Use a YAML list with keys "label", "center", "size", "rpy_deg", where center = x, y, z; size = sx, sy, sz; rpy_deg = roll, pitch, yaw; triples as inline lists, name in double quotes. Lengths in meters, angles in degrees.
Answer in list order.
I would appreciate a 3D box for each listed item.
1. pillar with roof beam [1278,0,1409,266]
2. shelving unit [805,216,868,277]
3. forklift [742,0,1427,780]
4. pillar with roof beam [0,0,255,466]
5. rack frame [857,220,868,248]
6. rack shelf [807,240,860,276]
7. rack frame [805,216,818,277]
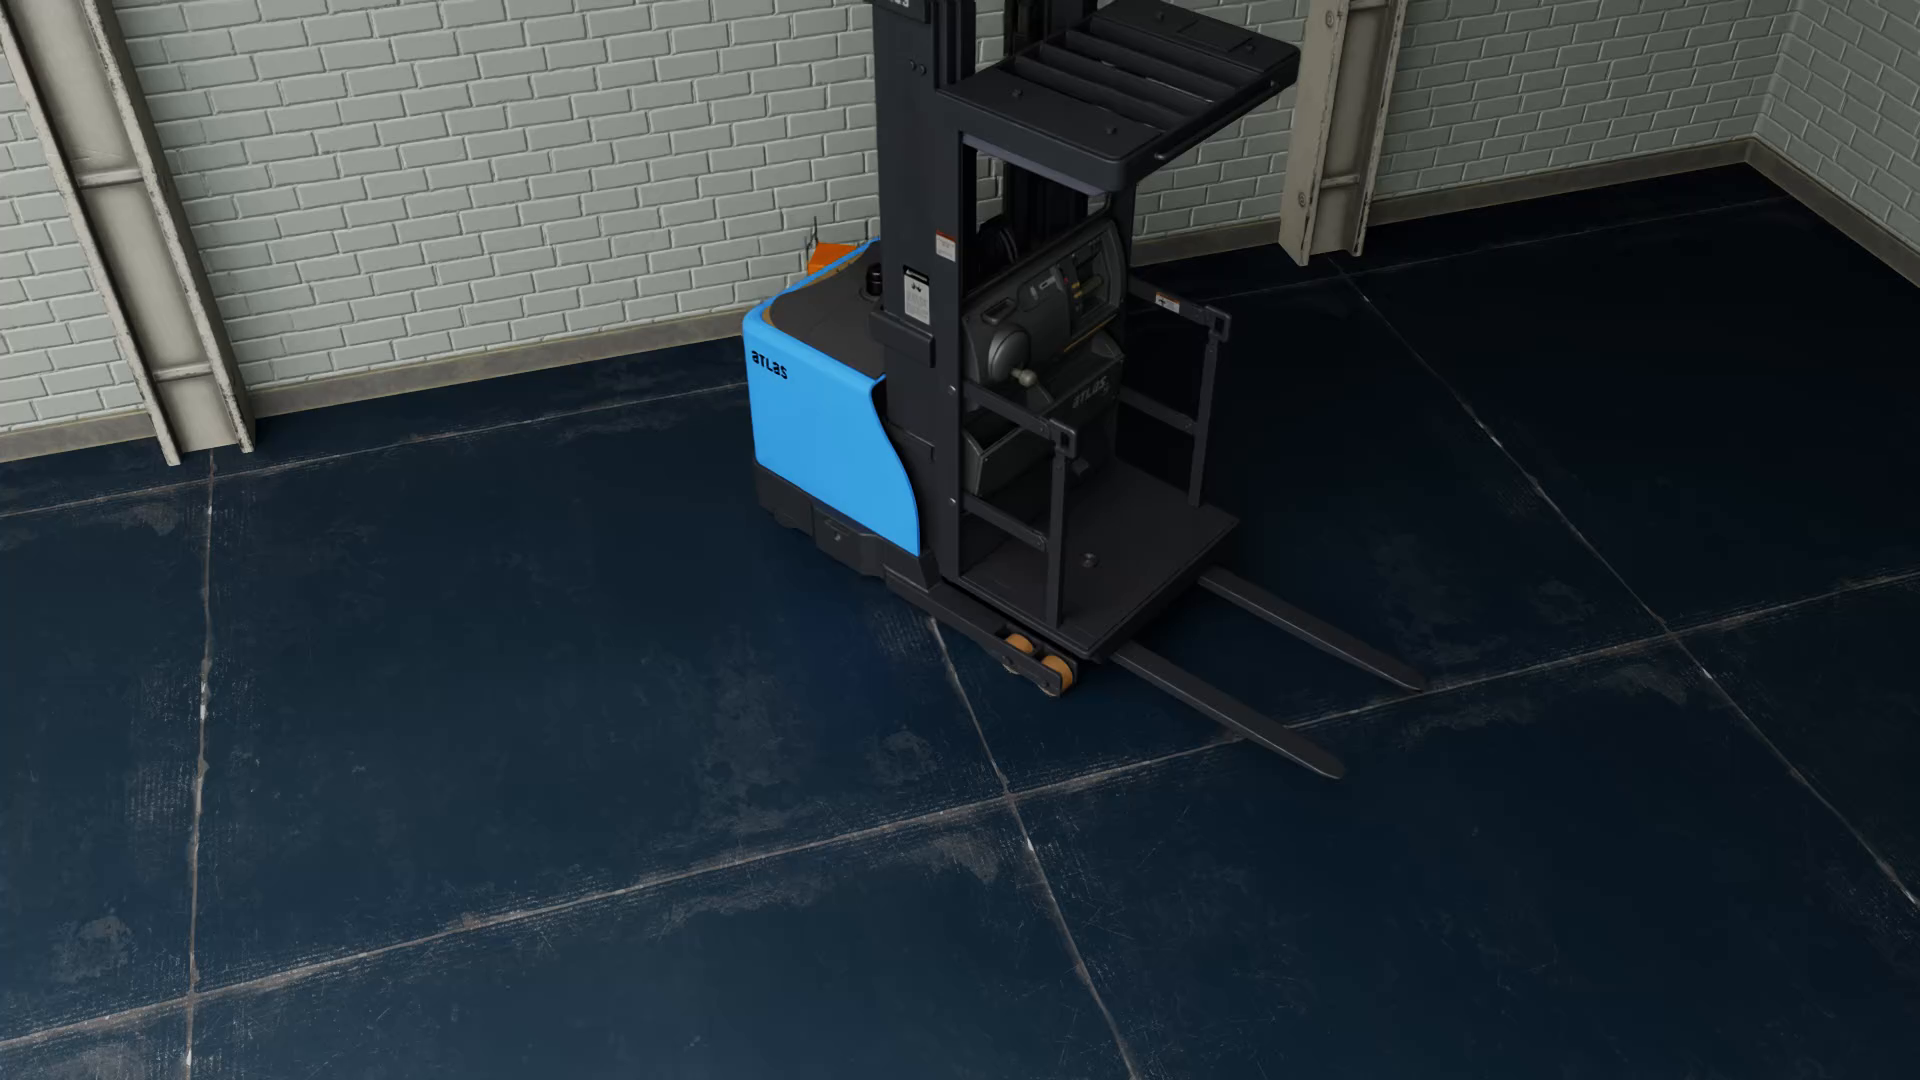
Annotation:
- label: "pillar with roof beam"
  center: [3.347, -2.364, 3.466]
  size: [0.400, 9.000, 9.100]
  rpy_deg: [-12, 42, -13]
- label: "shelving unit"
  center: [-0.568, -1.033, 7.984]
  size: [0.252, 1.050, 0.215]
  rpy_deg: [6, 42, 7]
- label: "forklift"
  center: [0.498, -0.856, 6.352]
  size: [3.031, 2.935, 1.130]
  rpy_deg: [30, 49, 30]
- label: "pillar with roof beam"
  center: [-2.376, -1.179, 2.109]
  size: [0.400, 9.000, 9.100]
  rpy_deg: [-12, 42, -13]
- label: "rack frame"
  center: [-0.448, -1.019, 7.968]
  size: [0.008, 1.050, 0.200]
  rpy_deg: [6, 42, 7]
- label: "rack shelf"
  center: [-0.568, -1.238, 7.804]
  size: [0.240, 0.259, 0.215]
  rpy_deg: [6, 42, 7]
- label: "rack frame"
  center: [-0.689, -1.046, 7.999]
  size: [0.008, 1.050, 0.200]
  rpy_deg: [6, 42, 7]
